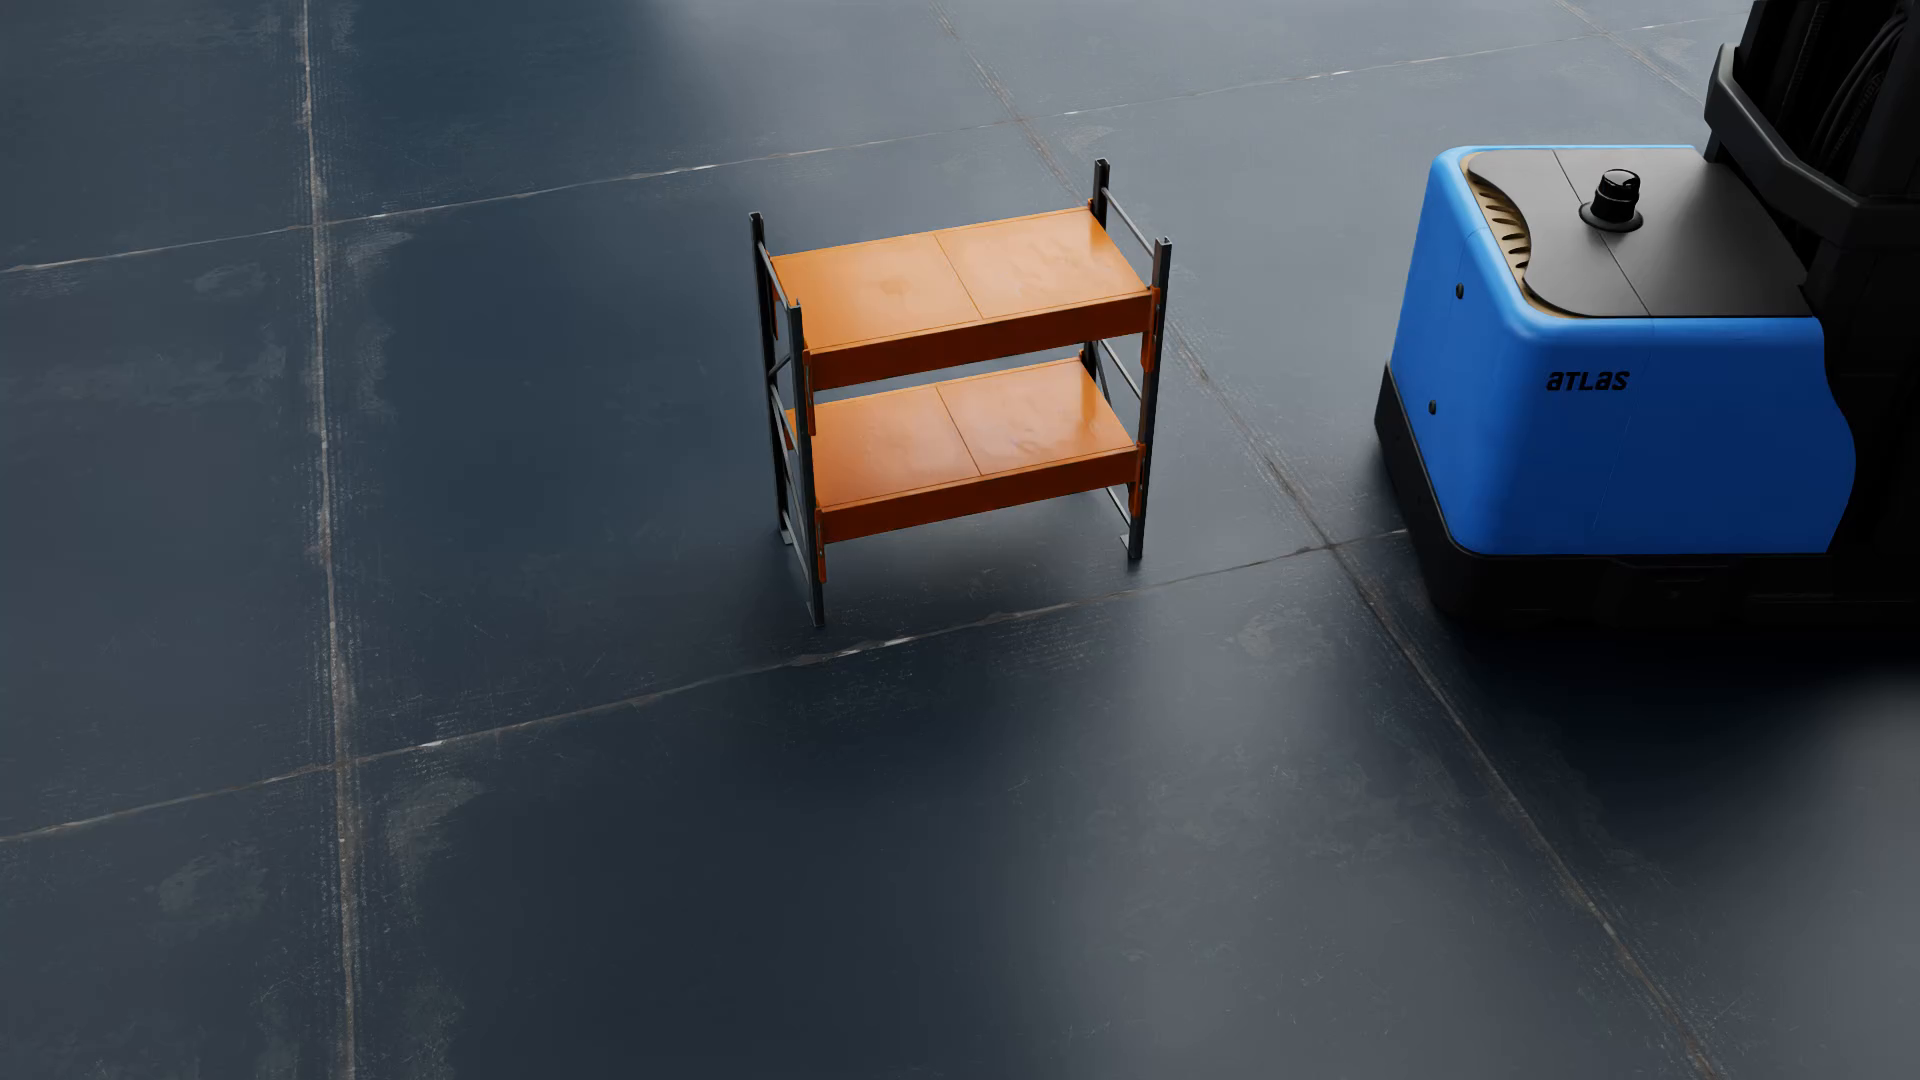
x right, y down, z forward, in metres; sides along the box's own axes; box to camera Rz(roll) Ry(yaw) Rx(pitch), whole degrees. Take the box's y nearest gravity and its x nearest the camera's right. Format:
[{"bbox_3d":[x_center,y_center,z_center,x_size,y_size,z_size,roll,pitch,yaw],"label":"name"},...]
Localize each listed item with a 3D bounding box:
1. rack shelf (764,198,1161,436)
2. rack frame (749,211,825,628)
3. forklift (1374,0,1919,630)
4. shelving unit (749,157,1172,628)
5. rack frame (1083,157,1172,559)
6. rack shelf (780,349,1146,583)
[{"bbox_3d":[-0.006,-0.643,4.686,1.000,0.278,0.538,-12,42,-13],"label":"rack shelf"},{"bbox_3d":[-0.491,-0.322,4.763,0.032,1.125,0.500,-12,42,-13],"label":"rack frame"},{"bbox_3d":[2.912,-1.173,4.365,3.031,2.935,1.130,-1,41,-1],"label":"forklift"},{"bbox_3d":[-0.006,-0.422,4.878,1.048,1.125,0.538,-12,42,-13],"label":"shelving unit"},{"bbox_3d":[0.478,-0.523,4.993,0.032,1.125,0.500,-12,42,-13],"label":"rack frame"},{"bbox_3d":[-0.006,-0.238,5.039,1.000,0.278,0.538,-12,42,-13],"label":"rack shelf"}]
